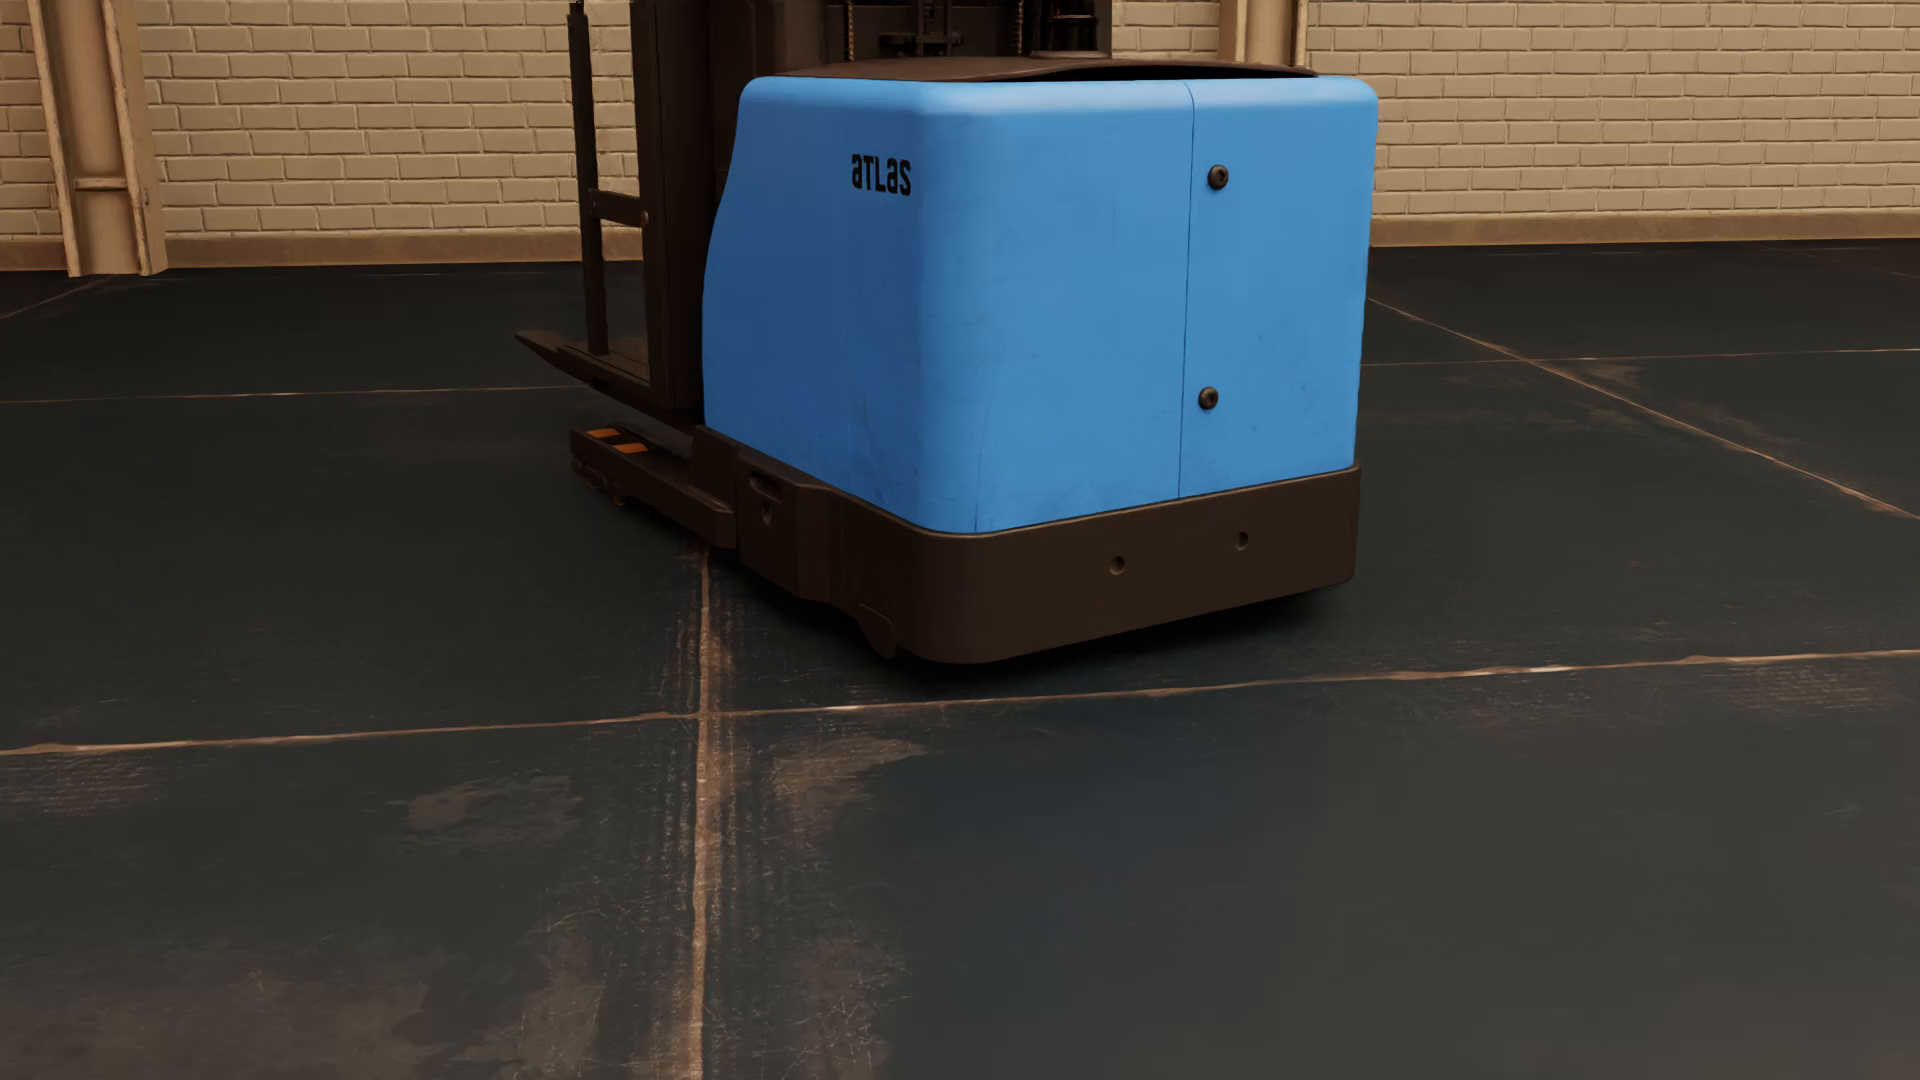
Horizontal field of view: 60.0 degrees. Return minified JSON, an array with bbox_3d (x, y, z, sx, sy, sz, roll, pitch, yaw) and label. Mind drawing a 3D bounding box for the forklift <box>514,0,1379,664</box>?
[{"bbox_3d":[-0.377,-1.550,4.031,1.130,2.935,3.031,-10,20,-30],"label":"forklift"}]
